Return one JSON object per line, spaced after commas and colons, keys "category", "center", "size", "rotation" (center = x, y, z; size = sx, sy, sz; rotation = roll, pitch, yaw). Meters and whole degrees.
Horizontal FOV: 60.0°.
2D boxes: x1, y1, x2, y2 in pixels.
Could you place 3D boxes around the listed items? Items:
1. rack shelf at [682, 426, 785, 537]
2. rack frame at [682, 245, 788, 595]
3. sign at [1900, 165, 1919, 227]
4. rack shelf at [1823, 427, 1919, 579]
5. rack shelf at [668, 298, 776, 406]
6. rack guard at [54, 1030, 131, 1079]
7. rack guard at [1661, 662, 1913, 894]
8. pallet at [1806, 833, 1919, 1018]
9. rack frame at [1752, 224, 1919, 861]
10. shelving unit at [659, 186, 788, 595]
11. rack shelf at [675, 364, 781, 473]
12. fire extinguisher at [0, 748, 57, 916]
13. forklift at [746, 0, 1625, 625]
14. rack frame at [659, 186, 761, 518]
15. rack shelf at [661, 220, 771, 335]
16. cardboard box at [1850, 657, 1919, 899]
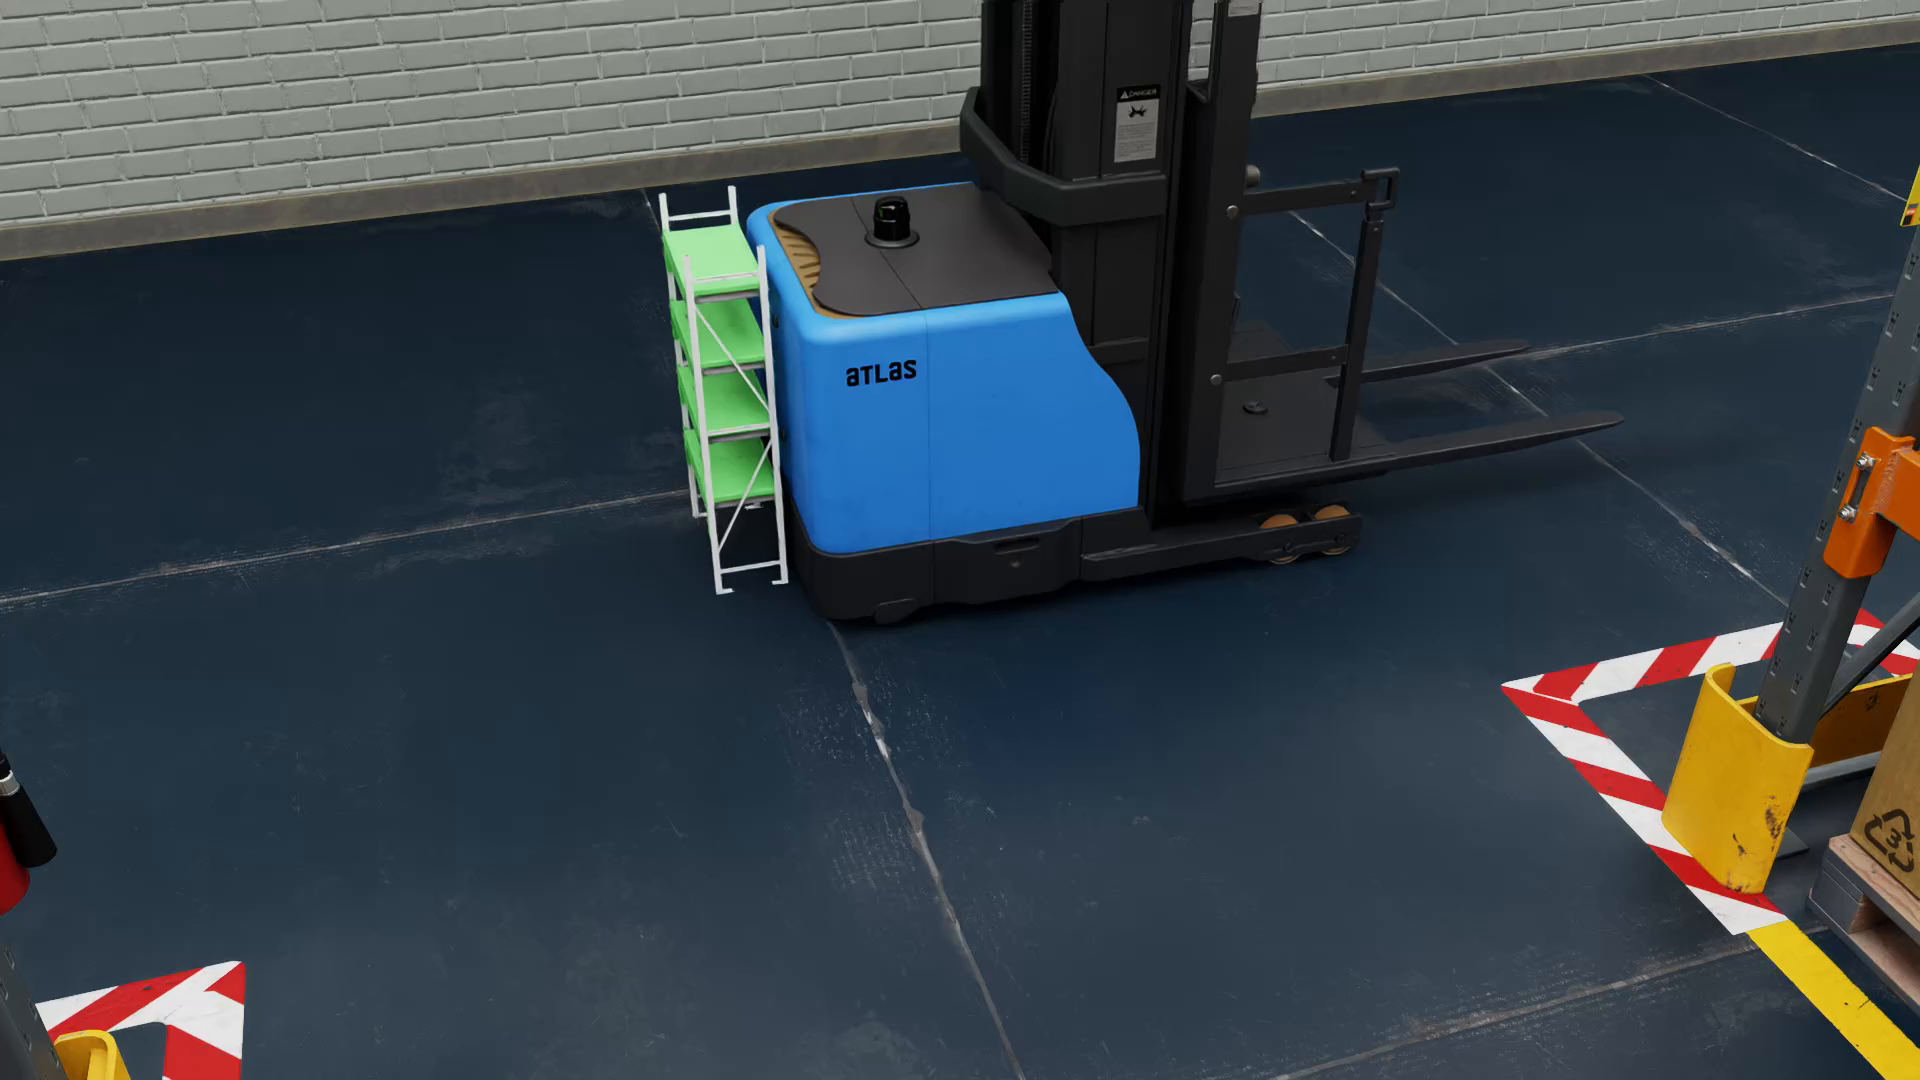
{"category": "rack shelf", "center": [-0.758, -0.218, 5.543], "size": [0.258, 0.148, 0.480], "rotation": [-9, 35, -14]}
{"category": "rack frame", "center": [-0.689, -0.343, 5.180], "size": [0.240, 1.200, 0.015], "rotation": [-9, 35, -14]}
{"category": "sign", "center": [2.000, -0.795, 3.375], "size": [0.100, 0.325, 0.005], "rotation": [-10, 35, -15]}
{"category": "rack shelf", "center": [3.140, 0.859, 2.382], "size": [1.077, 0.370, 4.000], "rotation": [-10, 35, -15]}
{"category": "rack shelf", "center": [-0.758, -0.618, 5.278], "size": [0.258, 0.148, 0.480], "rotation": [-9, 35, -14]}
{"category": "rack guard", "center": [-2.206, 1.374, 3.217], "size": [1.175, 0.500, 0.348], "rotation": [-10, 35, -15]}
{"category": "rack guard", "center": [2.523, 0.539, 4.481], "size": [1.175, 0.500, 0.348], "rotation": [-10, 35, -15]}
{"category": "pallet", "center": [2.849, 1.079, 3.926], "size": [1.003, 0.211, 1.213], "rotation": [-10, 35, -15]}
{"category": "rack frame", "center": [2.530, -0.491, 3.772], "size": [1.000, 3.000, 0.127], "rotation": [-10, 35, -15]}
{"category": "shelving unit", "center": [-0.758, -0.472, 5.375], "size": [0.258, 1.200, 0.503], "rotation": [-9, 35, -14]}
{"category": "rack shelf", "center": [-0.758, -0.418, 5.410], "size": [0.258, 0.148, 0.480], "rotation": [-9, 35, -14]}
{"category": "fire extinguisher", "center": [-1.800, 0.374, 2.871], "size": [0.296, 0.674, 0.183], "rotation": [-10, 35, -15]}
{"category": "forklift", "center": [0.859, -1.411, 5.227], "size": [3.031, 2.935, 1.130], "rotation": [-9, 35, -14]}
{"category": "rack frame", "center": [-0.828, -0.601, 5.570], "size": [0.240, 1.200, 0.015], "rotation": [-9, 35, -14]}
{"category": "rack shelf", "center": [-0.759, -0.819, 5.146], "size": [0.258, 0.148, 0.480], "rotation": [-9, 35, -14]}
{"category": "cardboard box", "center": [2.802, 0.543, 3.754], "size": [0.875, 0.875, 0.875], "rotation": [-10, 35, -15]}
